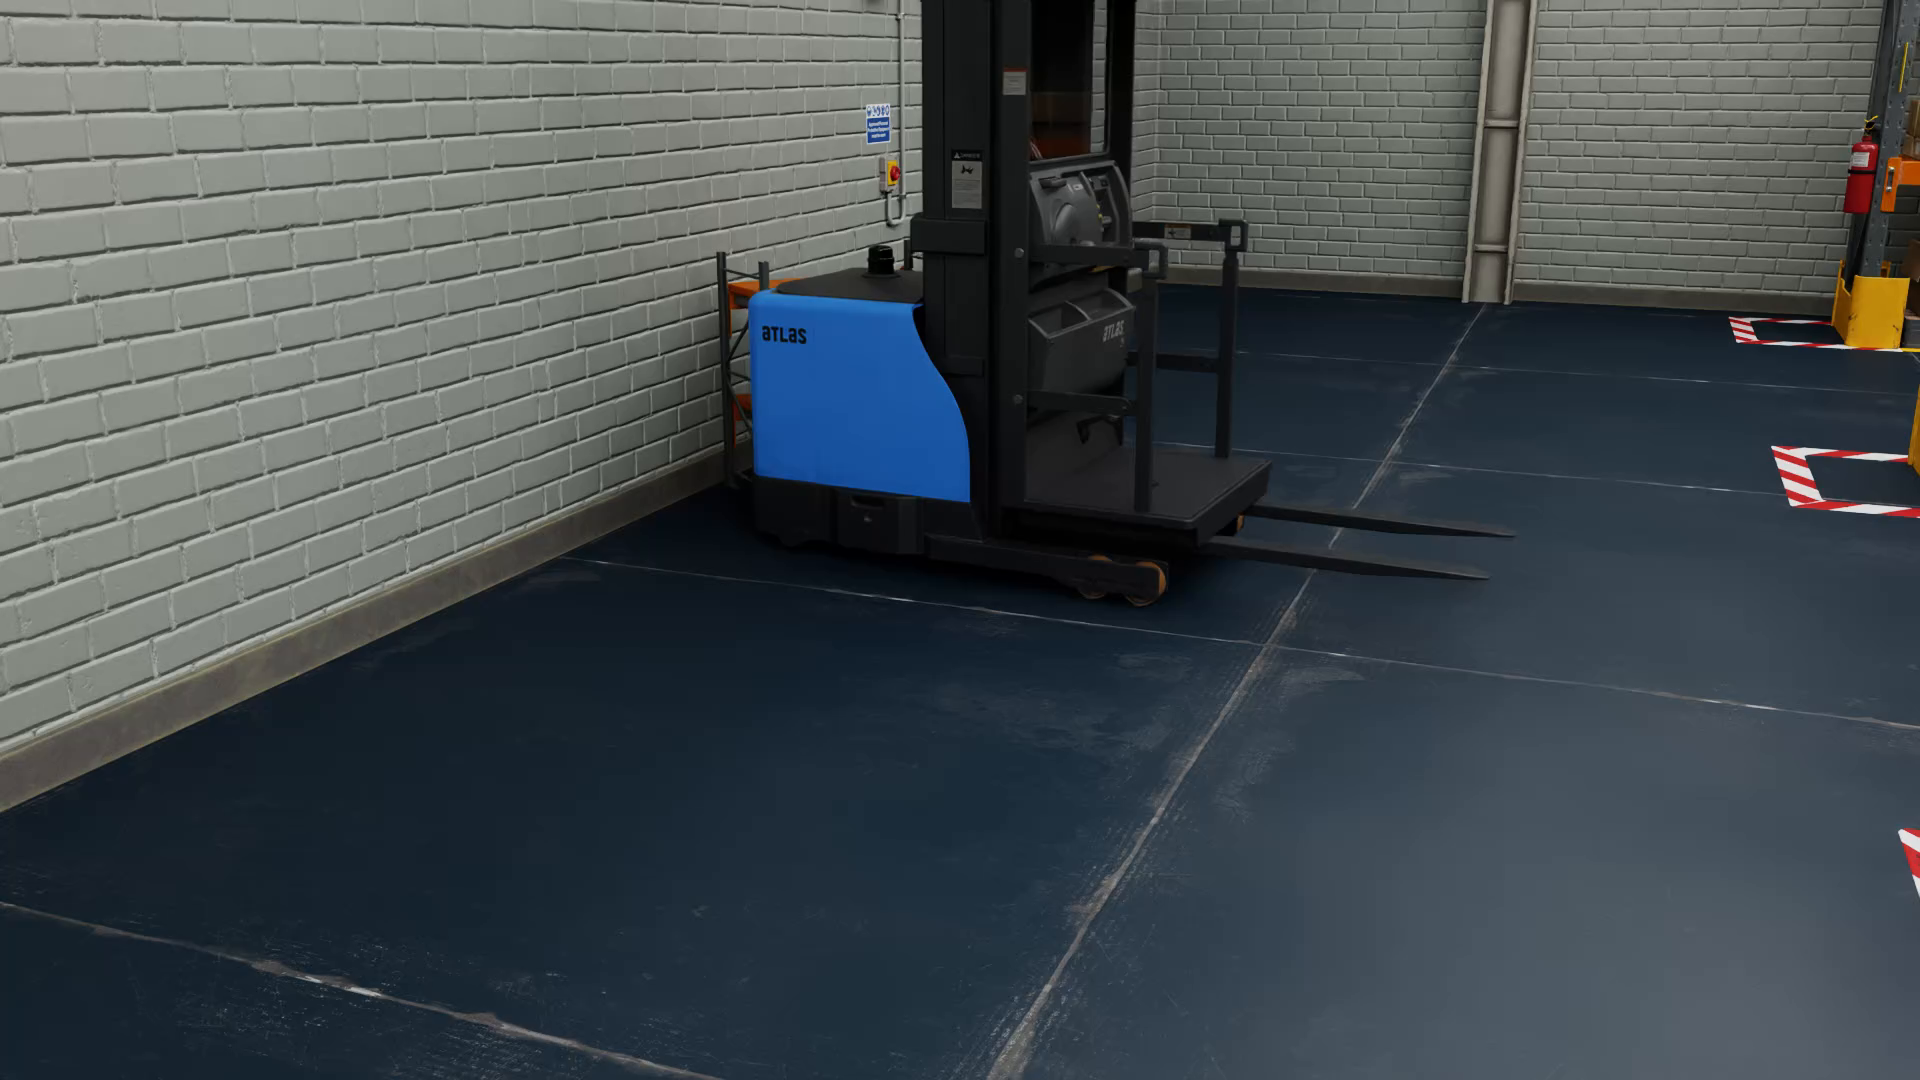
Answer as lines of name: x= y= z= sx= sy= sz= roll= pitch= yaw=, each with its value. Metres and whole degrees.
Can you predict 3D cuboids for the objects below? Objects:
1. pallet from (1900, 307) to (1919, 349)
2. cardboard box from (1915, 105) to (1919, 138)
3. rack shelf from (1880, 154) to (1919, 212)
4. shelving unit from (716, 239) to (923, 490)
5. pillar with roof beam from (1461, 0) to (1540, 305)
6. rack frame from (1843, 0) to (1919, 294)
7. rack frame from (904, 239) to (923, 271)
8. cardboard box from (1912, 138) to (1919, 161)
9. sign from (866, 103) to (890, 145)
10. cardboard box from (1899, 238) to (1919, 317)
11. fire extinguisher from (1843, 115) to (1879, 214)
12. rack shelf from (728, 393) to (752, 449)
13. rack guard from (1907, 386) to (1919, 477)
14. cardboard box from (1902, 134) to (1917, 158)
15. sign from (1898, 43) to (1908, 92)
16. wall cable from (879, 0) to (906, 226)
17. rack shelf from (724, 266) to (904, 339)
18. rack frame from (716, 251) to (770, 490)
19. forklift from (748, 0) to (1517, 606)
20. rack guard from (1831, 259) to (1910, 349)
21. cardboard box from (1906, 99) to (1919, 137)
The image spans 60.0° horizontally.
pallet: x=7.493 y=-1.545 z=12.117 sx=1.213 sy=0.211 sz=1.003 roll=6 pitch=17 yaw=21
cardboard box: x=7.004 y=-2.928 z=11.614 sx=0.500 sy=0.250 sz=0.500 roll=6 pitch=17 yaw=21
rack shelf: x=8.541 y=-2.423 z=11.430 sx=4.000 sy=0.370 sz=1.077 roll=6 pitch=17 yaw=21
shelving unit: x=-0.566 y=-0.828 z=8.009 sx=1.048 sy=1.125 sz=0.538 roll=-10 pitch=19 yaw=-31
pillar with roof beam: x=2.923 y=-5.247 z=9.108 sx=0.400 sy=9.000 sz=9.100 roll=6 pitch=17 yaw=21
rack frame: x=6.681 y=-2.973 z=12.035 sx=0.127 sy=3.000 sz=1.000 roll=6 pitch=17 yaw=21
rack frame: x=-0.136 y=-0.904 z=8.269 sx=0.032 sy=1.125 sz=0.500 roll=-10 pitch=19 yaw=-31
cardboard box: x=6.886 y=-2.748 z=11.709 sx=0.250 sy=0.149 sz=0.380 roll=6 pitch=17 yaw=20
sign: x=-0.466 y=-2.380 z=9.506 sx=0.001 sy=0.218 sz=0.327 roll=6 pitch=17 yaw=21
cardboard box: x=7.215 y=-1.889 z=12.024 sx=0.637 sy=0.503 sz=0.797 roll=6 pitch=17 yaw=18
fire extinguisher: x=6.374 y=-2.652 z=11.737 sx=0.183 sy=0.674 sz=0.296 roll=6 pitch=17 yaw=21
rack shelf: x=-0.566 y=-0.593 z=8.077 sx=1.000 sy=0.278 sz=0.538 roll=-10 pitch=19 yaw=-31
rack guard: x=4.840 y=-0.487 z=7.956 sx=0.348 sy=0.500 sz=1.175 roll=6 pitch=17 yaw=21
cardboard box: x=7.087 y=-2.888 z=12.193 sx=0.250 sy=0.149 sz=0.380 roll=6 pitch=17 yaw=20
sign: x=6.482 y=-3.248 z=11.429 sx=0.005 sy=0.325 sz=0.100 roll=6 pitch=17 yaw=21
wall cable: x=-0.391 y=-2.759 z=9.419 sx=0.123 sy=1.953 sz=0.585 roll=6 pitch=17 yaw=21
rack shelf: x=-0.566 y=-1.109 z=7.927 sx=1.000 sy=0.278 sz=0.538 roll=-10 pitch=19 yaw=-31
rack frame: x=-0.996 y=-0.753 z=7.748 sx=0.032 sy=1.125 sz=0.500 roll=-10 pitch=19 yaw=-31
forklift: x=0.666 y=-1.327 z=6.487 sx=3.031 sy=2.935 sz=1.130 roll=8 pitch=18 yaw=25
rack guard: x=6.751 y=-1.765 z=12.357 sx=0.348 sy=0.500 sz=1.175 roll=6 pitch=17 yaw=21
cardboard box: x=7.206 y=-3.066 z=12.089 sx=0.500 sy=0.250 sz=0.500 roll=7 pitch=18 yaw=22
